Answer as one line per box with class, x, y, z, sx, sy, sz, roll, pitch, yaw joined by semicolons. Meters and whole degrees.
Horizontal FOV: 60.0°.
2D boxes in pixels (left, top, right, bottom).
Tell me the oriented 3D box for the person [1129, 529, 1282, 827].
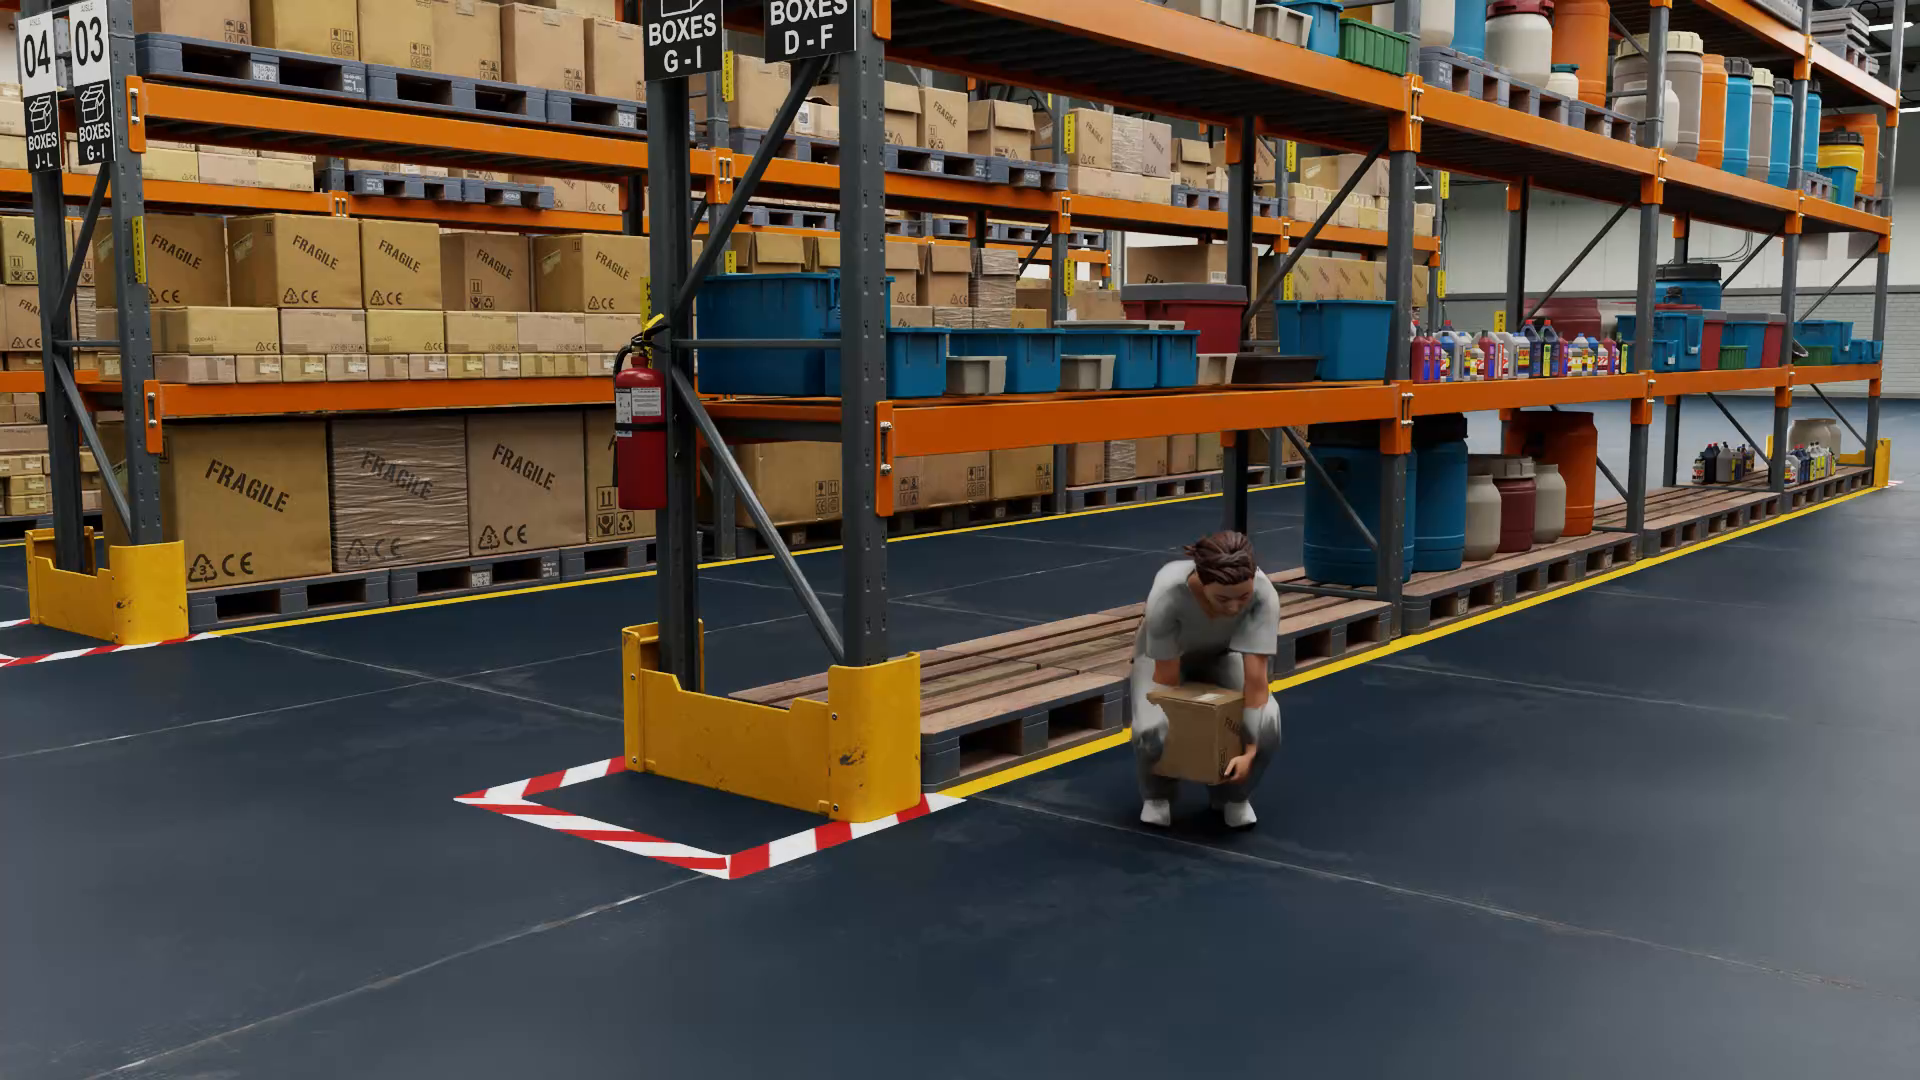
person;0.754;0.422;5.172;0.459;0.979;0.774;0;7;1
